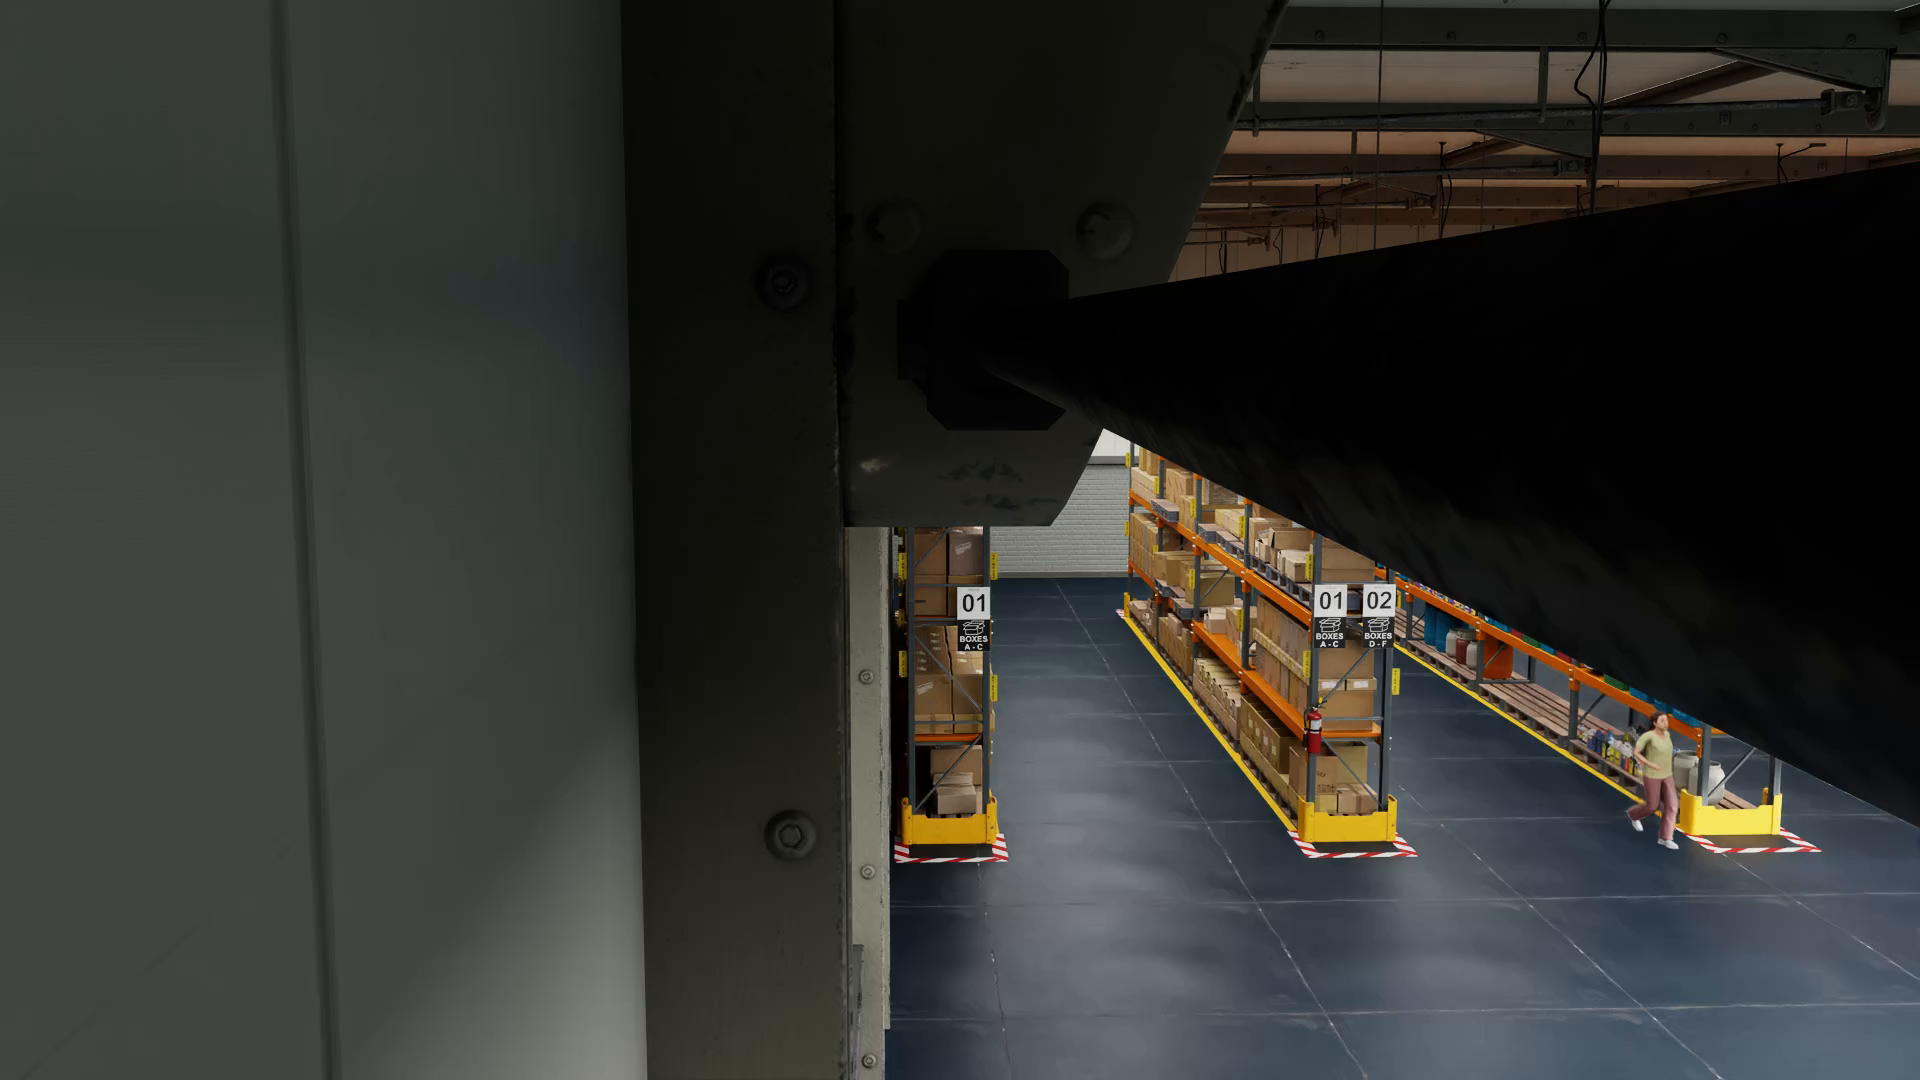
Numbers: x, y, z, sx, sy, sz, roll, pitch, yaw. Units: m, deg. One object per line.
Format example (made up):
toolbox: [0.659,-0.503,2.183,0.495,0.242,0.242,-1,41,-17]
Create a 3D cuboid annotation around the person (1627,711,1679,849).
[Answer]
person: [8.560,2.904,20.417,0.608,1.636,0.844,-2,8,-14]
